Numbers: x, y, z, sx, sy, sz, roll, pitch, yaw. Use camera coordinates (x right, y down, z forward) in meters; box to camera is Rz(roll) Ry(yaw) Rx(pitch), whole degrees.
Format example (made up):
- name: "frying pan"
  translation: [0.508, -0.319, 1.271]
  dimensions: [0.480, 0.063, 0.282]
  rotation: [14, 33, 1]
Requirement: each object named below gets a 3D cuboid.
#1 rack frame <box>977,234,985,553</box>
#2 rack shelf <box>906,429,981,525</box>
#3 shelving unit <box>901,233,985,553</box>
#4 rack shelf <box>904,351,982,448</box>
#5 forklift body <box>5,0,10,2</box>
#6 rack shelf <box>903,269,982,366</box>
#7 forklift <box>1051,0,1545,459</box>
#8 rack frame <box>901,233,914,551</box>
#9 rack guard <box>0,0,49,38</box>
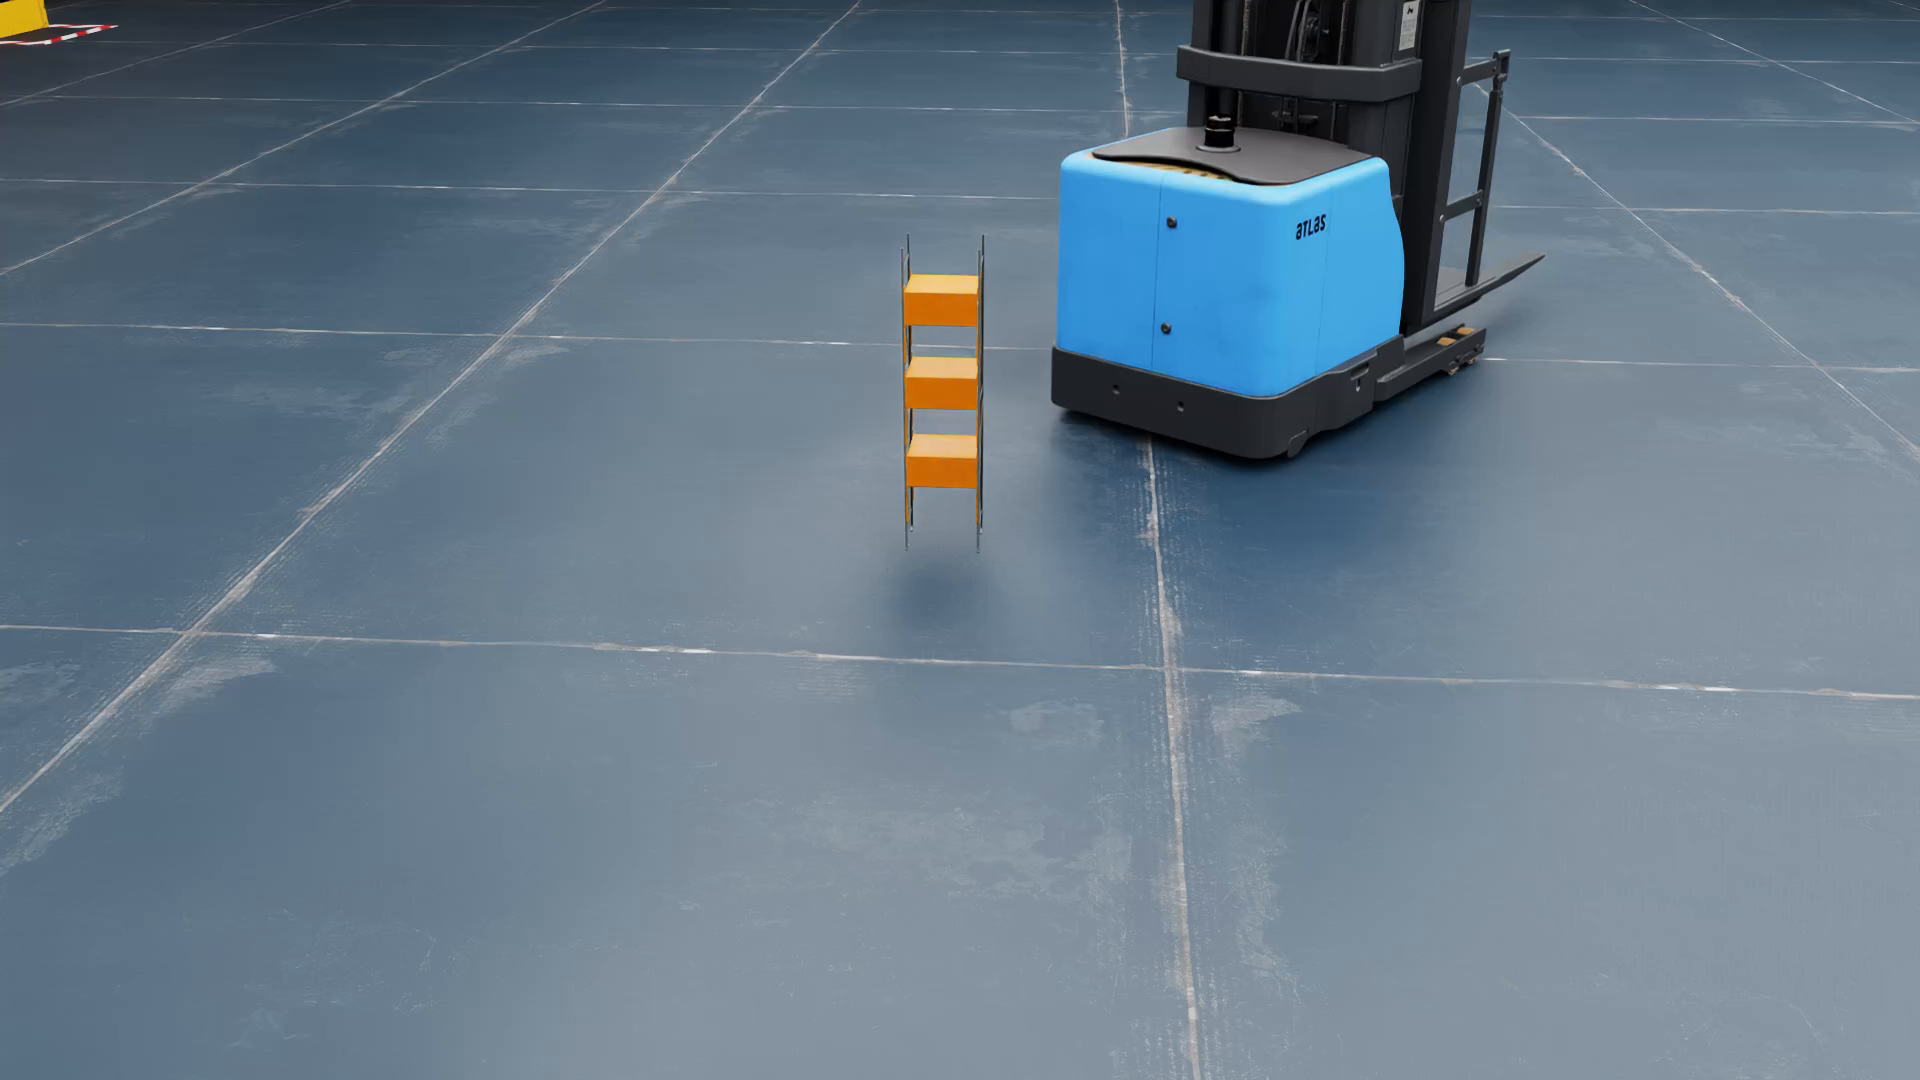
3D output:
- name: "rack frame"
  translation: [0.068, -0.475, 5.526]
  dimensions: [0.008, 1.050, 0.200]
  rotation: [2, 25, 4]
- name: "rack shelf"
  translation: [-0.053, -0.217, 5.655]
  dimensions: [0.240, 0.259, 0.215]
  rotation: [2, 25, 4]
- name: "shelving unit"
  translation: [-0.053, -0.479, 5.534]
  dimensions: [0.252, 1.050, 0.215]
  rotation: [2, 25, 4]
- name: "rack shelf"
  translation: [-0.053, -0.469, 5.539]
  dimensions: [0.240, 0.259, 0.215]
  rotation: [2, 25, 4]
- name: "forklift body"
  translation: [-11.356, -7.515, 19.509]
  dimensions: [1.214, 2.155, 2.313]
  rotation: [2, 25, 4]
- name: "rack shelf"
  translation: [-0.053, -0.727, 5.420]
  dimensions: [0.240, 0.259, 0.215]
  rotation: [2, 25, 4]
- name: "forklift"
  translation: [1.707, -2.177, 6.975]
  dimensions: [1.130, 2.935, 3.031]
  rotation: [19, 31, 36]
- name: "rack frame"
  translation: [-0.175, -0.483, 5.543]
  dimensions: [0.008, 1.050, 0.200]
  rotation: [2, 25, 4]
- name: "rack guard"
  translation: [-9.778, -5.398, 16.884]
  dimensions: [0.348, 0.500, 1.175]
  rotation: [2, 25, 4]
